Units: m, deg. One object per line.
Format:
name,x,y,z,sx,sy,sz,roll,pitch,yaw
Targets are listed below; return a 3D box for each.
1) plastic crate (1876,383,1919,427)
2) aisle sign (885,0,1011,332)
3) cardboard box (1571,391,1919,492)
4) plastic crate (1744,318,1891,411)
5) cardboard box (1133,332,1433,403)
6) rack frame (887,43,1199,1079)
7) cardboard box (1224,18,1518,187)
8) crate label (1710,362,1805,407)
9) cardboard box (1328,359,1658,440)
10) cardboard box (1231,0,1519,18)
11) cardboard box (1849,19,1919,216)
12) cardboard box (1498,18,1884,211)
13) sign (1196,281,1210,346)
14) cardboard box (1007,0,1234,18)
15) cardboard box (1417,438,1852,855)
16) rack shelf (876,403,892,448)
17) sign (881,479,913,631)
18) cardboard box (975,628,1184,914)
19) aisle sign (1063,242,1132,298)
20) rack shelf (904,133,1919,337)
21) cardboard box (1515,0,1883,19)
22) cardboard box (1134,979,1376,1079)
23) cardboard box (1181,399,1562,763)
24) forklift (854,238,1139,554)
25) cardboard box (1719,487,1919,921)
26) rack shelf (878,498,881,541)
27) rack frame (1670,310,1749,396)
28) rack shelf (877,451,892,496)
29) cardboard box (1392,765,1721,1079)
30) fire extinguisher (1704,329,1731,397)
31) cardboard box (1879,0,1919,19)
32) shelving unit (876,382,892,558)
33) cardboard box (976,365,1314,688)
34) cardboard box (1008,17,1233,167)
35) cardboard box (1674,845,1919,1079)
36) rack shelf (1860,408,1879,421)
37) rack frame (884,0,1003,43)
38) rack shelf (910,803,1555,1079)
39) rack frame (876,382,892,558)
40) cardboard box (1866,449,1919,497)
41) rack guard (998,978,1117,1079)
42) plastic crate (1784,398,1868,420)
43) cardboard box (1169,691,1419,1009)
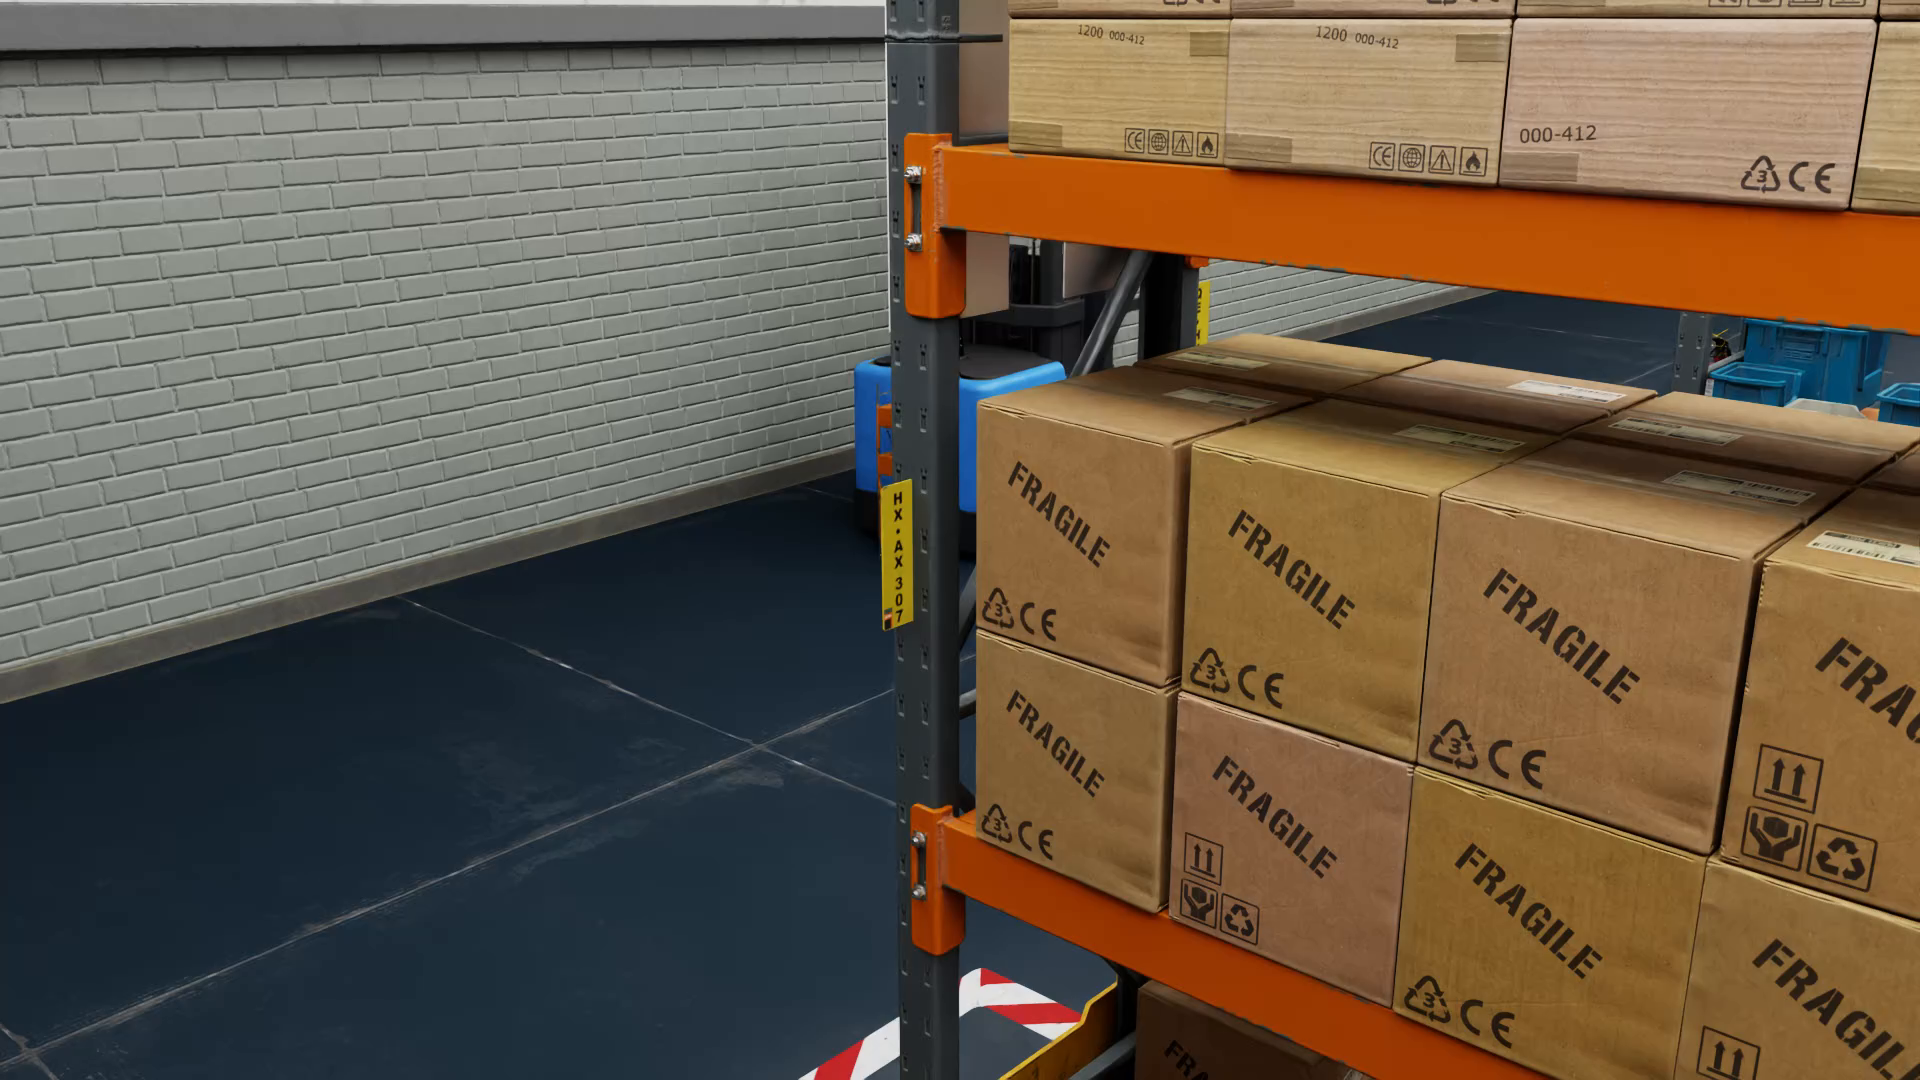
plastic crate,3.976,-0.490,6.874,0.300,0.233,0.416,15,23,39
aisle sign,-0.020,-0.864,3.577,0.004,0.787,0.394,15,23,39
cardboard box,1.511,0.030,3.241,0.500,0.500,0.500,16,24,41
plastic crate,3.891,-0.818,7.572,0.499,0.435,0.616,15,23,39
cardboard box,0.742,-0.174,3.884,0.500,0.500,0.500,15,23,39
rack frame,0.226,0.323,4.136,0.127,3.000,1.000,15,23,39
cardboard box,0.807,-0.772,2.873,0.500,0.250,0.500,15,23,39
crate label,3.483,-0.622,7.290,0.303,0.233,0.416,15,23,39
cardboard box,1.120,-0.073,3.565,0.500,0.500,0.500,16,24,41
cardboard box,0.807,-1.010,2.797,0.500,0.250,0.500,15,23,39
cardboard box,1.560,-0.573,2.246,0.500,0.250,0.500,15,23,39
cardboard box,1.182,-0.672,2.558,0.500,0.250,0.500,15,23,39
sign,0.610,-0.501,4.296,0.005,0.325,0.100,15,23,39
cardboard box,0.438,-1.112,3.119,0.500,0.250,0.500,15,23,39
cardboard box,1.150,0.152,2.856,0.500,0.500,0.500,15,23,40
rack shelf,-0.318,-0.656,9.541,0.240,0.259,0.215,13,22,35
sign,-0.134,0.033,3.618,0.005,0.325,0.100,15,23,39
cardboard box,0.383,0.424,3.652,0.500,0.500,0.500,16,23,40
aisle sign,0.379,-0.999,4.004,0.004,0.787,0.394,15,23,39
rack shelf,1.722,-0.363,2.526,4.000,0.370,1.077,15,23,39
cardboard box,1.185,-0.911,2.486,0.500,0.250,0.500,15,23,39
cardboard box,0.796,1.358,4.279,0.500,0.500,0.500,15,23,39
cardboard box,0.779,0.050,3.176,0.500,0.500,0.500,15,23,40
forklift,0.632,-1.696,10.611,1.130,2.935,3.031,13,22,34
cardboard box,1.531,0.254,2.535,0.500,0.500,0.500,15,23,39
rack shelf,-0.318,-0.121,9.711,0.240,0.259,0.215,13,22,35
rack frame,3.517,-0.797,7.665,0.127,3.000,1.000,15,23,39
rack shelf,-0.318,-0.386,9.627,0.240,0.259,0.215,13,22,35
cardboard box,1.146,0.628,3.010,0.500,0.500,0.500,15,23,39
fire extinguisher,3.706,-0.716,8.153,0.183,0.674,0.296,15,23,39
cardboard box,1.557,-0.810,2.167,0.500,0.250,0.500,15,23,39
shelving unit,-0.318,-0.396,9.623,0.252,1.050,0.215,13,22,35
cardboard box,0.383,-0.053,3.501,0.500,0.500,0.500,16,24,41
cardboard box,0.442,-0.875,3.199,0.500,0.250,0.500,15,23,39
cardboard box,1.519,0.728,2.693,0.500,0.500,0.500,15,23,40
rack shelf,5.013,-0.053,6.509,4.000,0.370,1.077,15,23,39
rack frame,0.226,-2.537,3.229,0.127,3.000,1.000,15,23,39
rack shelf,1.722,1.067,2.980,4.000,0.370,1.077,15,23,39
rack frame,-0.417,-0.418,9.692,0.008,1.050,0.200,13,22,35
cardboard box,1.895,0.133,2.916,0.500,0.500,0.500,16,24,41
rack guard,0.283,1.529,4.466,0.348,0.500,1.175,15,23,39
plastic crate,3.668,-0.493,7.043,0.298,0.136,0.250,15,23,39
cardboard box,0.773,0.526,3.330,0.500,0.500,0.500,15,23,39
